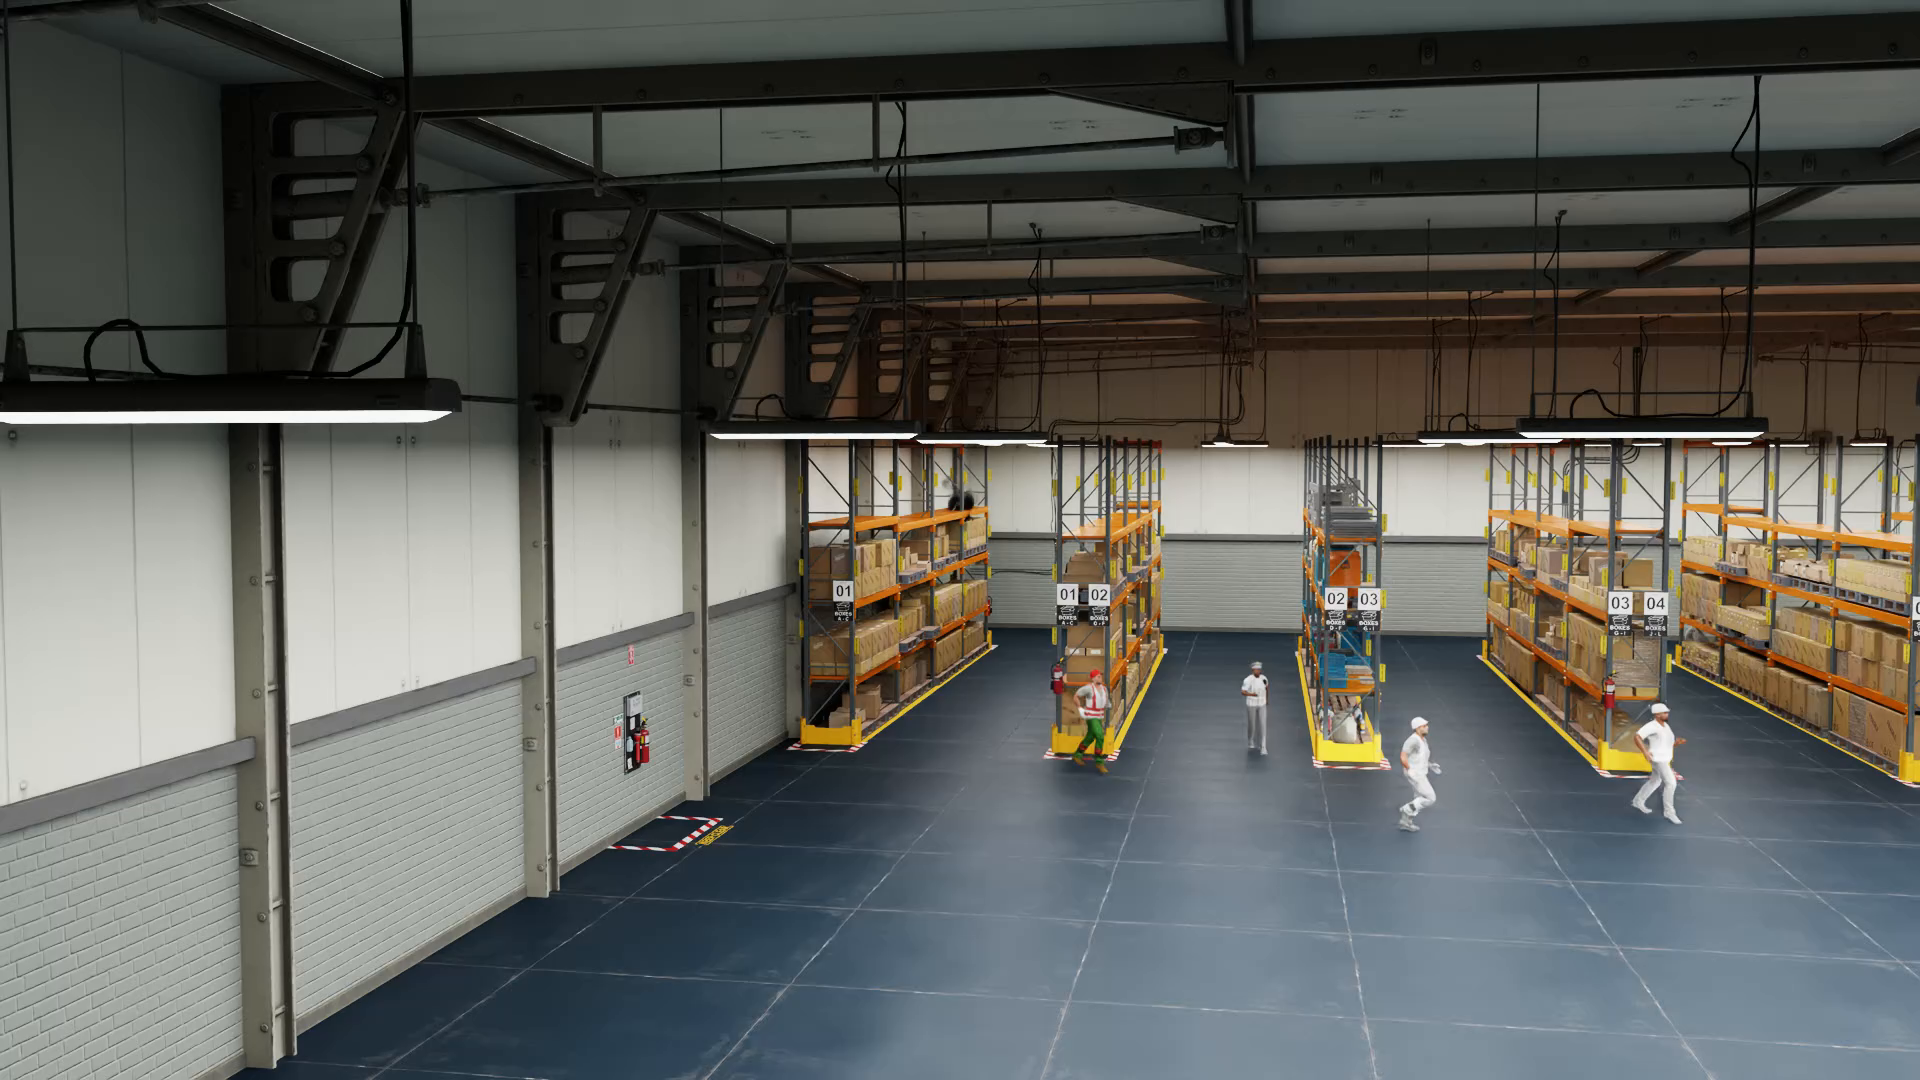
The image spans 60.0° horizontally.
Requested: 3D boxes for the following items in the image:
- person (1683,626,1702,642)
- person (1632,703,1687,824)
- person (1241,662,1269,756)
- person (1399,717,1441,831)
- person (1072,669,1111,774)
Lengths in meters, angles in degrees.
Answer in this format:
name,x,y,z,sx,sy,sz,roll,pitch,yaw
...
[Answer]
name,x,y,z,sx,sy,sz,roll,pitch,yaw
person,20.188,2.428,45.663,0.596,1.677,0.605,0,3,9
person,10.816,3.438,25.749,0.807,1.821,0.677,2,4,39
person,5.601,3.160,31.498,0.575,1.735,0.838,0,3,0
person,6.884,3.513,24.920,0.590,1.719,0.606,2,4,29
person,2.394,3.206,29.726,0.860,1.818,0.667,2,4,39
